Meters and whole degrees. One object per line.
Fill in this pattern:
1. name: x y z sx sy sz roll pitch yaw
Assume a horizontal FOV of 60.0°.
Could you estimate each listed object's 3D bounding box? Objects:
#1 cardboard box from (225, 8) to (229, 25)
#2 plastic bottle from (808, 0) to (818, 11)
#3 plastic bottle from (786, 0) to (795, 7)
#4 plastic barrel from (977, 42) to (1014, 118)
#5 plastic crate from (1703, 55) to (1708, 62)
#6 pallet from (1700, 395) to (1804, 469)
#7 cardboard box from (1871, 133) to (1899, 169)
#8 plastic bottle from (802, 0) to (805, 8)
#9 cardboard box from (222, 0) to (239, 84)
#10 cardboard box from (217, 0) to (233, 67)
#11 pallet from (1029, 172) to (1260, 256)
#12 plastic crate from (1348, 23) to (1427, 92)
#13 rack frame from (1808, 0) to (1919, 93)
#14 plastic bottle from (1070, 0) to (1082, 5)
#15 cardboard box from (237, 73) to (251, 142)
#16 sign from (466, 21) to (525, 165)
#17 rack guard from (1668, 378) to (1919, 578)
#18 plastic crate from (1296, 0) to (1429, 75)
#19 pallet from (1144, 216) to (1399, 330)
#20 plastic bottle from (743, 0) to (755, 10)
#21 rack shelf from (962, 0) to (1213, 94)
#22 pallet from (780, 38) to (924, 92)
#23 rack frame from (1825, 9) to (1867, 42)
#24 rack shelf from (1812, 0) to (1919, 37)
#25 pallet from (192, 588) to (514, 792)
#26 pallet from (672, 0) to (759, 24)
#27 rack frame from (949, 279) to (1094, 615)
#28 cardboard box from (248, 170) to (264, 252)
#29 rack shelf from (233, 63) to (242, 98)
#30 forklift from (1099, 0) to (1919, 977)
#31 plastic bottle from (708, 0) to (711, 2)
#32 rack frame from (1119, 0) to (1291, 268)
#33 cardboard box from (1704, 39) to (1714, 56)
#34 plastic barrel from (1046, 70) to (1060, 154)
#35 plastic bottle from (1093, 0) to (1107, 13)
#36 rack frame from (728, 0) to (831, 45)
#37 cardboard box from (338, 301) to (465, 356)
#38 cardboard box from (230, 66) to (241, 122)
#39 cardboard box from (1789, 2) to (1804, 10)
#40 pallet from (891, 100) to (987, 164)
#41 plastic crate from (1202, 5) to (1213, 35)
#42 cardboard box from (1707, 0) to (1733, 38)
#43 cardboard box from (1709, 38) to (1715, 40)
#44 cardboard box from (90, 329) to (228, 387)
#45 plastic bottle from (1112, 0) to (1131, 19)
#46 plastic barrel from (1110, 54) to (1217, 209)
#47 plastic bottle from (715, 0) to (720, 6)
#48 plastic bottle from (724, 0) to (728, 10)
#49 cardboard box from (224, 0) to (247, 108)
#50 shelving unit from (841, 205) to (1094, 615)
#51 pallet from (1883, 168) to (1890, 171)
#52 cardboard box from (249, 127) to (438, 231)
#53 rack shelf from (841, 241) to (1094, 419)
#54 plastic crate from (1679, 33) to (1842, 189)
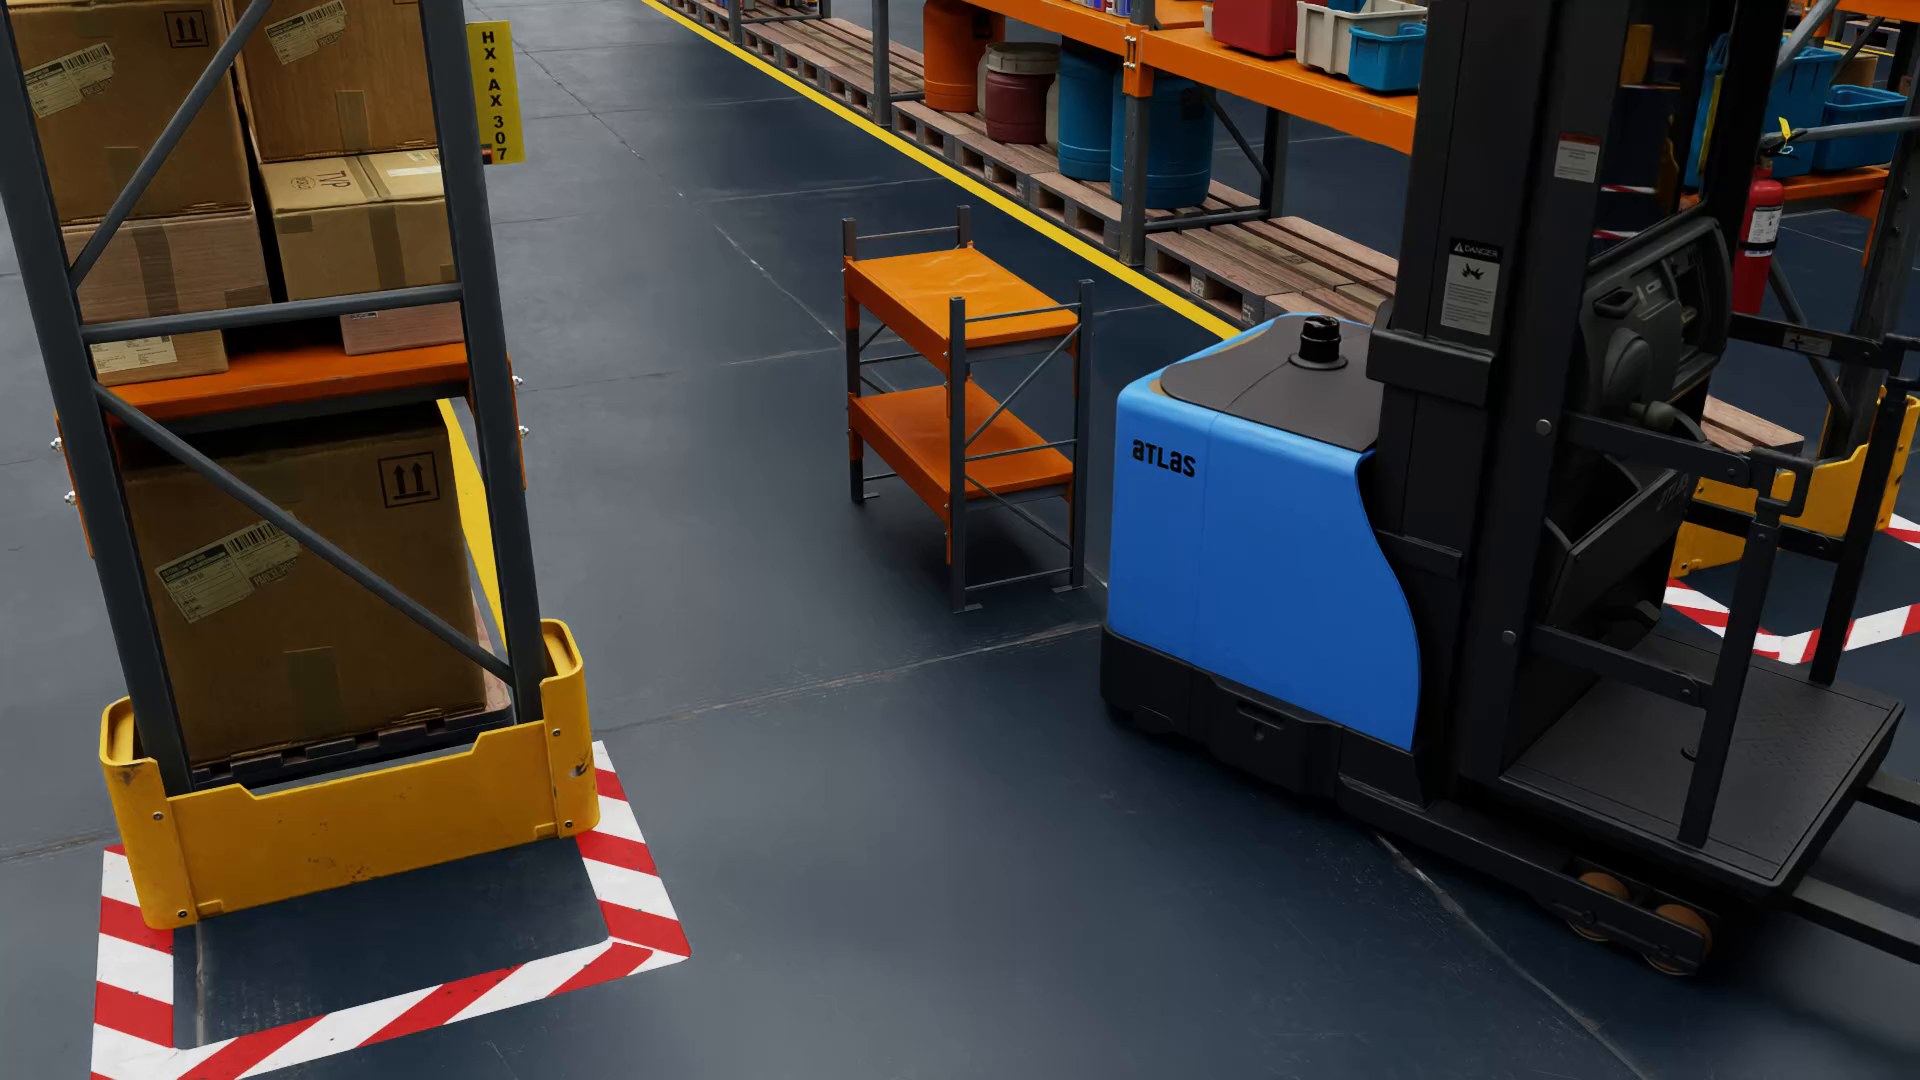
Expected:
1. cardboard box: -2.752 -2.075 6.913 0.500 0.250 0.500 -11 28 -22
2. plastic bottle: -1.464 -5.398 16.496 0.097 0.271 0.097 0 26 0
3. plastic bottle: -1.713 -5.511 16.713 0.061 0.283 0.133 -11 28 -21
4. plastic barrel: 0.335 -3.271 11.888 0.421 0.512 0.421 0 26 0
5. plastic crate: 2.906 -1.752 6.542 0.416 0.233 0.300 -11 28 -21
6. pallet: 2.670 -0.465 6.961 1.003 0.211 1.213 -11 28 -21
7. cardboard box: 5.915 -2.625 10.772 0.500 0.311 0.500 -11 28 -21
8. plastic bottle: -1.543 -5.449 16.679 0.097 0.201 0.097 0 26 0
9. cardboard box: -3.117 -2.416 7.665 0.500 0.500 0.500 -10 28 -20
10. cardboard box: -2.820 -1.899 5.697 0.500 0.500 0.500 -11 28 -22
11. pallet: 1.127 -2.059 10.226 1.003 0.211 1.213 -11 28 -21
12. plastic crate: 1.917 -2.115 7.285 0.416 0.233 0.300 -11 28 -21
13. rack frame: 5.950 -3.843 10.701 1.000 3.000 0.127 -11 28 -21
14. plastic bottle: 0.730 -3.286 9.617 0.144 0.351 0.185 -11 28 -21
15. cardboard box: -2.152 -1.456 5.644 0.500 0.250 0.500 -11 28 -22
16. sign: -1.087 -1.045 3.894 0.100 0.325 0.005 -11 28 -21
17. rack guard: 2.979 -0.248 6.187 1.175 0.500 0.348 -11 28 -21
18. plastic crate: 1.819 -2.319 7.647 0.437 0.282 0.530 -11 28 -21
19. pallet: 1.715 -1.450 8.979 1.003 0.211 1.213 -11 28 -21
20. plastic bottle: -2.127 -5.465 16.543 0.144 0.351 0.185 -11 28 -21
21. rack shelf: 0.608 -3.477 10.773 1.077 0.370 4.000 -11 28 -21
22. pallet: -0.917 -4.166 14.542 1.003 0.211 1.213 -11 28 -21
23. rack frame: 8.940 -6.310 15.755 1.000 3.000 0.127 -11 28 -21
24. rack shelf: 6.733 -2.712 9.206 1.077 0.370 4.000 -11 28 -21
25. pallet: -1.985 0.417 5.156 1.003 0.211 1.213 -11 28 -21
26. pallet: -2.448 -5.741 17.768 1.003 0.211 1.213 -11 28 -21
27. rack frame: 0.202 -0.298 5.577 0.500 1.125 0.032 -11 28 -21
28. cardboard box: -2.232 -0.948 4.606 0.500 0.250 0.500 -11 28 -21
29. rack shelf: -3.950 -2.626 9.030 1.077 0.370 4.000 -11 28 -21
30. forklift: 1.868 -0.515 3.963 3.031 2.935 1.130 21 33 36
31. plastic bottle: -2.521 -5.681 17.070 0.152 0.276 0.135 -10 28 -20
32. rack frame: 1.391 -2.993 8.961 1.000 3.000 0.127 -11 28 -21
33. cardboard box: 5.307 -3.268 11.872 0.500 0.500 0.500 -10 28 -20
34. plastic barrel: 0.777 -2.816 10.955 0.421 0.512 0.421 0 26 0
35. plastic bottle: 0.806 -3.130 9.374 0.061 0.283 0.133 -11 28 -21
36. rack frame: -1.742 -6.223 15.576 1.000 3.000 0.127 -11 28 -21
37. cardboard box: -1.435 -0.614 4.376 0.380 0.149 0.250 -10 28 -20
38. cardboard box: -2.825 -1.564 5.866 0.500 0.250 0.500 -10 28 -19
39. cardboard box: 8.610 -5.666 16.784 0.700 0.500 0.500 -10 28 -20
40. pallet: 0.171 -3.044 12.243 1.003 0.211 1.213 -11 28 -21
41. plastic crate: 1.442 -2.689 8.571 0.396 0.136 0.243 -11 28 -21
42. cardboard box: 5.593 -3.895 12.301 0.500 0.250 0.500 -11 28 -20
43. cardboard box: 5.766 -3.368 12.076 0.500 0.500 0.500 -10 28 -20
44. cardboard box: -2.042 -0.502 4.145 0.380 0.149 0.250 -10 28 -20
45. plastic bottle: 0.939 -3.041 9.201 0.152 0.276 0.135 -11 28 -21
46. plastic barrel: 1.193 -2.461 9.785 0.600 0.901 0.708 -11 28 -21
47. plastic bottle: -2.437 -5.546 16.785 0.061 0.283 0.133 -9 27 -17
48. plastic bottle: -2.260 -5.440 16.492 0.144 0.351 0.185 -11 28 -22
49. cardboard box: -1.944 -1.581 5.046 0.500 0.500 0.500 -11 28 -22
50. shelving unit: 0.003 -0.503 5.998 0.538 1.125 1.048 -11 28 -21
51. pallet: 6.218 -2.312 10.745 1.003 0.211 1.213 -11 28 -21
52. cardboard box: -1.749 -1.042 4.798 0.500 0.250 0.500 -11 28 -21
53. rack shelf: 0.003 -0.766 5.869 0.538 0.278 1.000 -11 28 -21
54. plastic crate: 2.654 -1.524 5.844 0.616 0.435 0.499 -11 28 -21
